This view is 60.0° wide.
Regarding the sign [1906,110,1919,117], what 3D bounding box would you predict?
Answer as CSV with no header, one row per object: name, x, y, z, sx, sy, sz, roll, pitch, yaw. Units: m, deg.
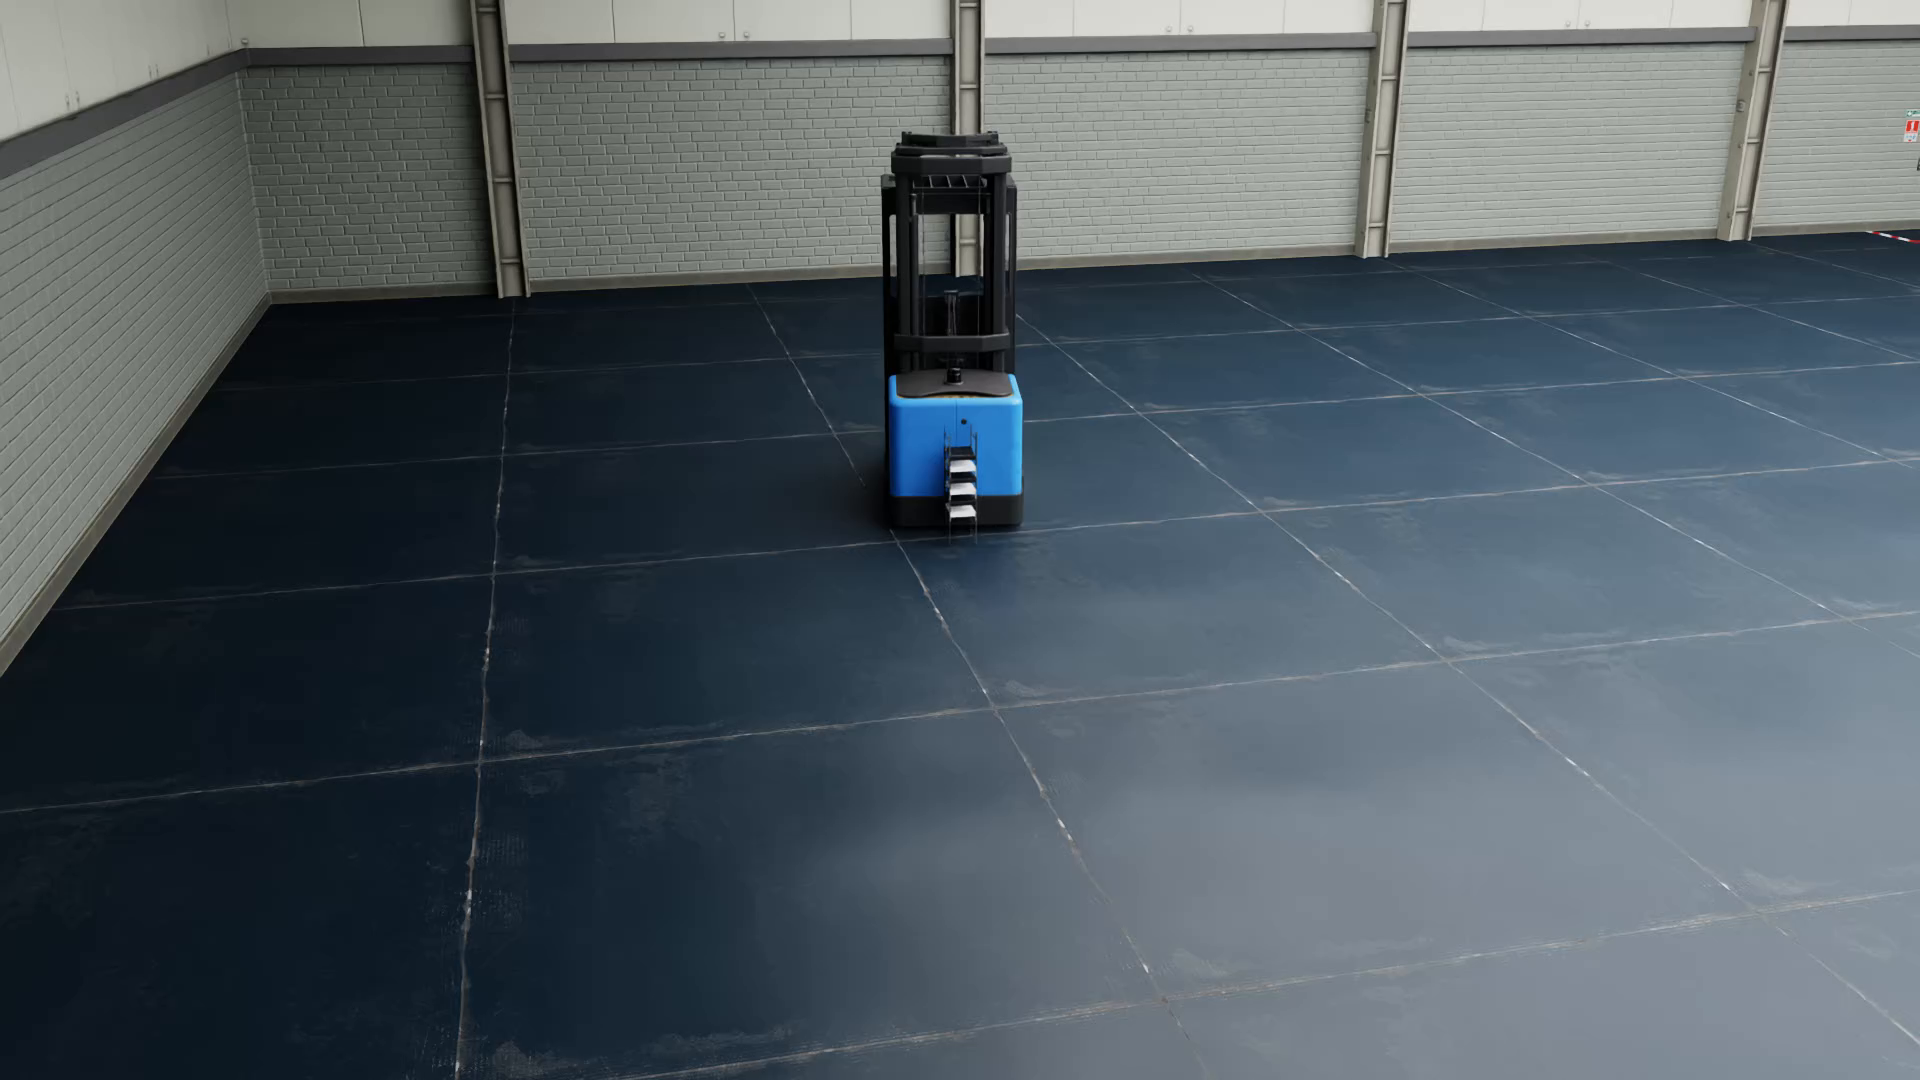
sign,14.644,-6.537,25.476,0.331,0.109,0.001,-5,21,-12

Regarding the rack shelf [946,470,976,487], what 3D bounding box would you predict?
rack shelf,0.003,-0.469,12.620,0.200,0.077,0.258,-3,20,-9

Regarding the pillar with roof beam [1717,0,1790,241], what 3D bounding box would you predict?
pillar with roof beam,12.764,-7.367,19.843,0.400,9.000,9.100,-5,21,-12

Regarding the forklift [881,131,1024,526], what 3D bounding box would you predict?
forklift,-0.098,-1.942,13.854,1.130,2.935,3.031,-1,20,-3

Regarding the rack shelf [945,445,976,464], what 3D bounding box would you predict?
rack shelf,0.003,-0.638,12.558,0.200,0.077,0.258,-3,20,-9

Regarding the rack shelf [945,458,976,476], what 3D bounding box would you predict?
rack shelf,0.003,-0.553,12.589,0.200,0.077,0.258,-3,20,-9

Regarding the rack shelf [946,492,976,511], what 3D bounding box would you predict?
rack shelf,0.003,-0.300,12.682,0.200,0.077,0.258,-3,20,-9

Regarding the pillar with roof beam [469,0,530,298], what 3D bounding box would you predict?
pillar with roof beam,-4.753,-5.942,15.954,0.400,9.000,9.100,-5,21,-12

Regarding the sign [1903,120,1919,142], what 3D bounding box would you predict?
sign,14.637,-6.291,25.575,0.234,0.329,0.001,-5,21,-12

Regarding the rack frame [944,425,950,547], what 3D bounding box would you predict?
rack frame,-0.097,-0.409,12.624,0.006,0.900,0.240,-3,20,-9

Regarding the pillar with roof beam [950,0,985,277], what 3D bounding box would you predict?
pillar with roof beam,1.086,-6.417,17.250,0.400,9.000,9.100,-5,21,-12

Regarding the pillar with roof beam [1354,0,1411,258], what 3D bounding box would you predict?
pillar with roof beam,6.925,-6.892,18.547,0.400,9.000,9.100,-5,21,-12

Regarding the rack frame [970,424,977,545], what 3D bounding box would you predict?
rack frame,0.103,-0.421,12.656,0.006,0.900,0.240,-3,20,-9

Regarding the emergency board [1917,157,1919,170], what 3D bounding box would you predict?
emergency board,15.186,-6.289,25.621,0.626,1.169,0.157,-5,21,-12

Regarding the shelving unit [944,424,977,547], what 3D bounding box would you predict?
shelving unit,0.003,-0.415,12.640,0.210,0.900,0.258,-3,20,-9

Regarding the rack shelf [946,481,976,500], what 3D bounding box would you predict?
rack shelf,0.003,-0.384,12.651,0.200,0.077,0.258,-3,20,-9

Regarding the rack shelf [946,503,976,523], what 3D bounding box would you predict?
rack shelf,0.003,-0.215,12.713,0.200,0.077,0.258,-3,20,-9
